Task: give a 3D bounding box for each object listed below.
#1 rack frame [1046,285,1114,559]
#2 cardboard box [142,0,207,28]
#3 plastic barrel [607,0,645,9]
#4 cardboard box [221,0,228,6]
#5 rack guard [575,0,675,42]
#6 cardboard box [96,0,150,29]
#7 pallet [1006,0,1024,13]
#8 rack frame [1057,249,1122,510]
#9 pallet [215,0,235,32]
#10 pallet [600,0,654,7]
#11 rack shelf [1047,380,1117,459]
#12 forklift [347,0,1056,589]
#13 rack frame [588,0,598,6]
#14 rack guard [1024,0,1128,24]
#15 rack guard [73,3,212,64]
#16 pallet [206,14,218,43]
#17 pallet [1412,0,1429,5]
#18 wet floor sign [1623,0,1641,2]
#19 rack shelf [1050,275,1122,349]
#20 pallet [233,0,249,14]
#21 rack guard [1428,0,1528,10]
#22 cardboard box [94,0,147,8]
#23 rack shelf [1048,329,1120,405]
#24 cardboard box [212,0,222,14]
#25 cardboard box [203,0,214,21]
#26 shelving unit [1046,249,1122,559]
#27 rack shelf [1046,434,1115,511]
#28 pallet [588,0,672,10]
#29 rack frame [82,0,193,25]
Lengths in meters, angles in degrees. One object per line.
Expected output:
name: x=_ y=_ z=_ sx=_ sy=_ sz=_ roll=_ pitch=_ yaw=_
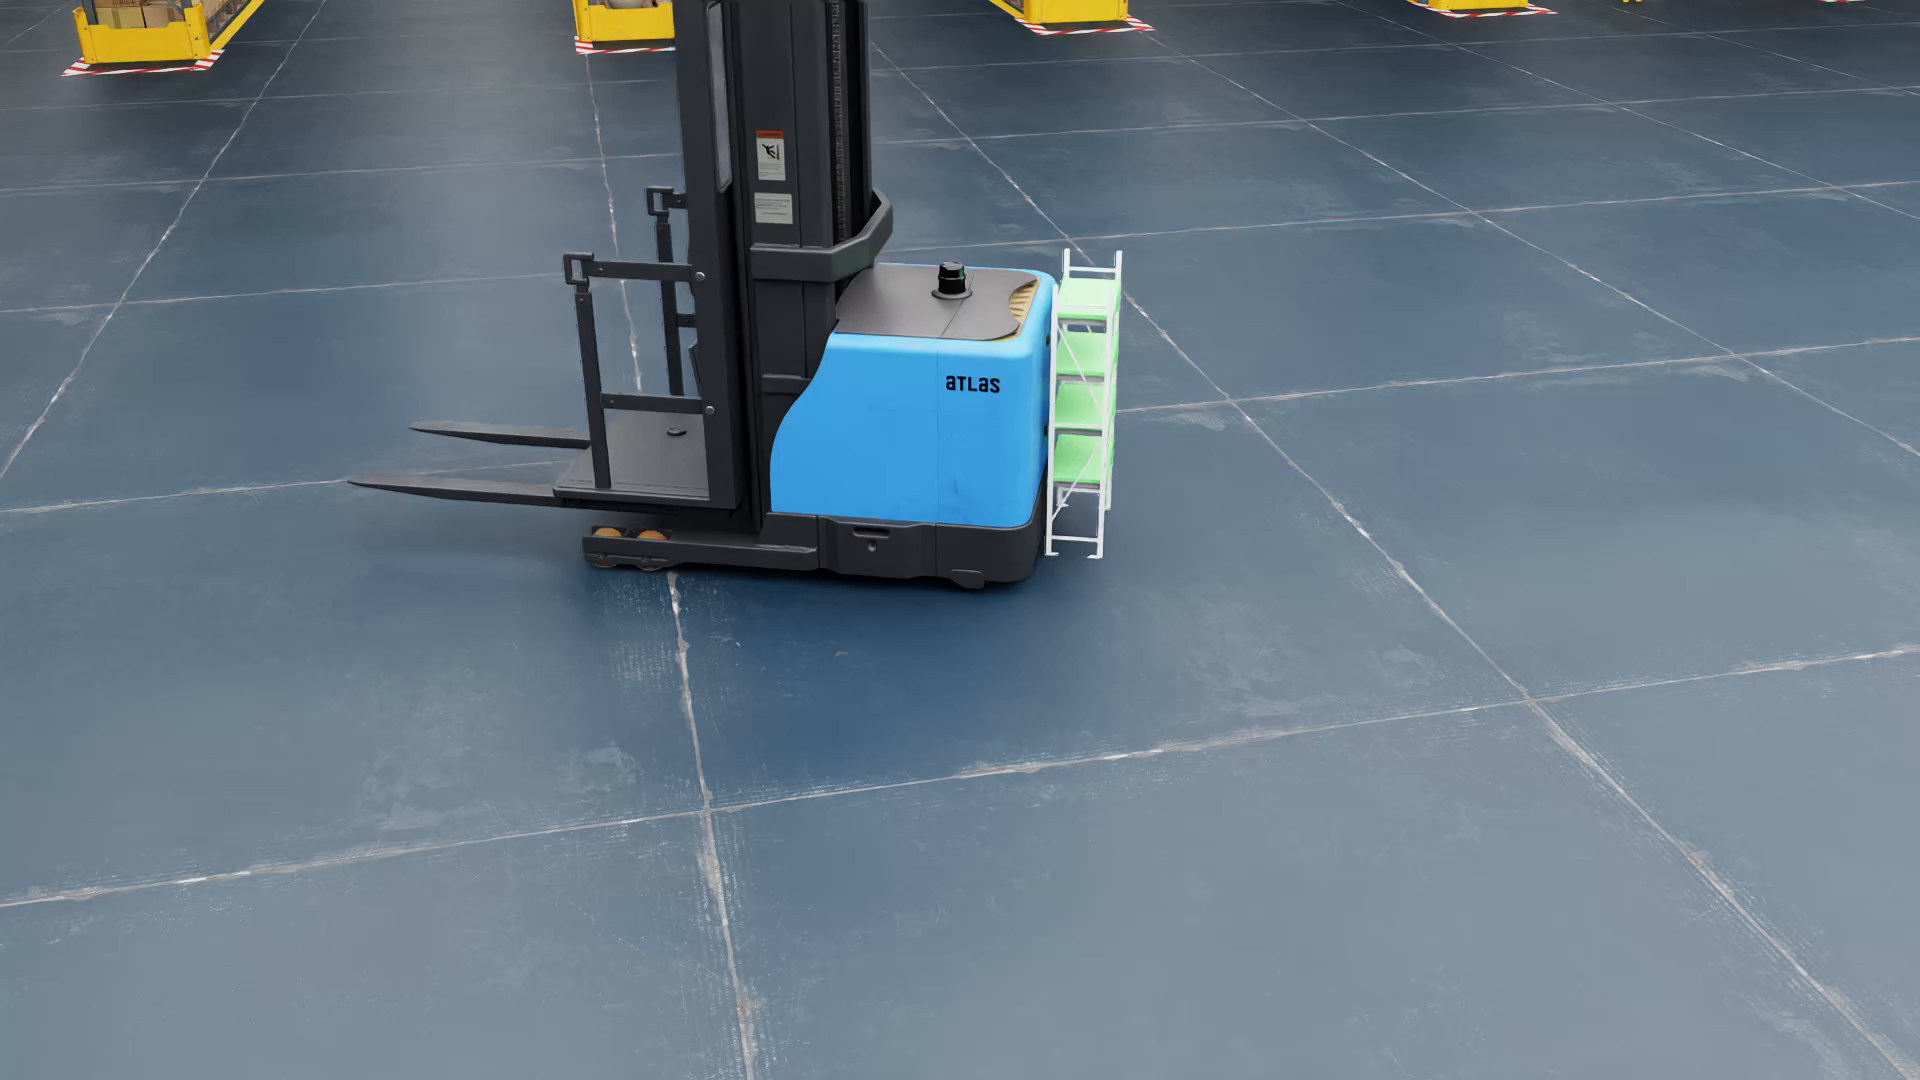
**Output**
rack frame: x=0.487 y=-0.466 z=6.842 sx=0.240 sy=1.200 sz=0.015 roll=4 pitch=27 yaw=8
cardboard box: x=-8.214 y=-5.501 z=17.405 sx=0.500 sy=0.250 sz=0.500 roll=-6 pitch=27 yaw=-12
plastic barrel: x=-3.706 y=-6.142 z=18.385 sx=0.421 sy=0.512 sz=0.421 roll=0 pitch=27 yaw=0
cardboard box: x=-8.551 y=-6.159 z=18.710 sx=0.500 sy=0.250 sz=0.500 roll=-6 pitch=27 yaw=-12
rack guard: x=-3.546 y=-5.697 z=17.982 sx=1.175 sy=0.500 sz=0.348 roll=-6 pitch=27 yaw=-12
cardboard box: x=-8.719 y=-5.448 z=17.301 sx=0.500 sy=0.250 sz=0.500 roll=-6 pitch=27 yaw=-12
pallet: x=1.177 y=-6.436 z=19.767 sx=1.003 sy=0.211 sz=1.213 roll=-6 pitch=27 yaw=-12
rack frame: x=0.561 y=-0.684 z=7.273 sx=0.240 sy=1.200 sz=0.015 roll=4 pitch=27 yaw=8
pallet: x=-8.795 y=-5.904 z=18.713 sx=1.003 sy=0.211 sz=1.213 roll=-6 pitch=27 yaw=-12
pallet: x=-3.996 y=-6.460 z=19.814 sx=1.003 sy=0.211 sz=1.213 roll=-6 pitch=27 yaw=-12
rack shelf: x=0.524 y=-0.518 z=7.086 sx=0.258 sy=0.148 sz=0.480 roll=4 pitch=27 yaw=8
forklift: x=-1.135 y=-1.406 z=6.784 sx=3.031 sy=2.935 sz=1.130 roll=4 pitch=27 yaw=8
rack frame: x=-3.483 y=-6.784 z=17.362 sx=1.000 sy=3.000 sz=0.127 roll=-6 pitch=27 yaw=-12
rack guard: x=1.325 y=-6.205 z=18.988 sx=1.175 sy=0.500 sz=0.348 roll=-6 pitch=27 yaw=-12
rack guard: x=-8.305 y=-5.156 z=16.911 sx=1.175 sy=0.500 sz=0.348 roll=-6 pitch=27 yaw=-12
pallet: x=-8.523 y=-5.369 z=17.654 sx=1.003 sy=0.211 sz=1.213 roll=-6 pitch=27 yaw=-12
pallet: x=5.941 y=-6.845 z=20.577 sx=1.003 sy=0.211 sz=1.213 roll=-6 pitch=27 yaw=-12
wet floor sign: x=8.133 y=-6.884 z=20.172 sx=0.267 sy=0.644 sz=0.232 roll=-11 pitch=29 yaw=-20
rack shelf: x=0.524 y=-0.946 z=6.870 sx=0.258 sy=0.148 sz=0.480 roll=4 pitch=27 yaw=8
pallet: x=-9.073 y=-6.441 z=19.776 sx=1.003 sy=0.211 sz=1.213 roll=-6 pitch=27 yaw=-12
rack guard: x=6.203 y=-6.620 z=19.811 sx=1.175 sy=0.500 sz=0.348 roll=-6 pitch=27 yaw=-12
cardboard box: x=-8.721 y=-5.783 z=17.131 sx=0.500 sy=0.500 sz=0.500 roll=-6 pitch=27 yaw=-12
rack shelf: x=0.524 y=-0.732 z=6.978 sx=0.258 sy=0.148 sz=0.480 roll=4 pitch=27 yaw=8
cardboard box: x=-8.443 y=-5.939 z=18.274 sx=0.500 sy=0.250 sz=0.500 roll=-6 pitch=27 yaw=-12
cardboard box: x=-8.330 y=-5.720 z=17.839 sx=0.500 sy=0.250 sz=0.500 roll=-6 pitch=27 yaw=-12
shelving unit: x=0.524 y=-0.575 z=7.057 sx=0.258 sy=1.200 sz=0.503 roll=4 pitch=27 yaw=8
rack shelf: x=0.524 y=-0.304 z=7.194 sx=0.258 sy=0.148 sz=0.480 roll=4 pitch=27 yaw=8
pallet: x=-3.724 y=-5.925 z=18.755 sx=1.003 sy=0.211 sz=1.213 roll=-6 pitch=27 yaw=-12
rack frame: x=-8.310 y=-6.283 z=16.369 sx=1.000 sy=3.000 sz=0.127 roll=-6 pitch=27 yaw=-12
